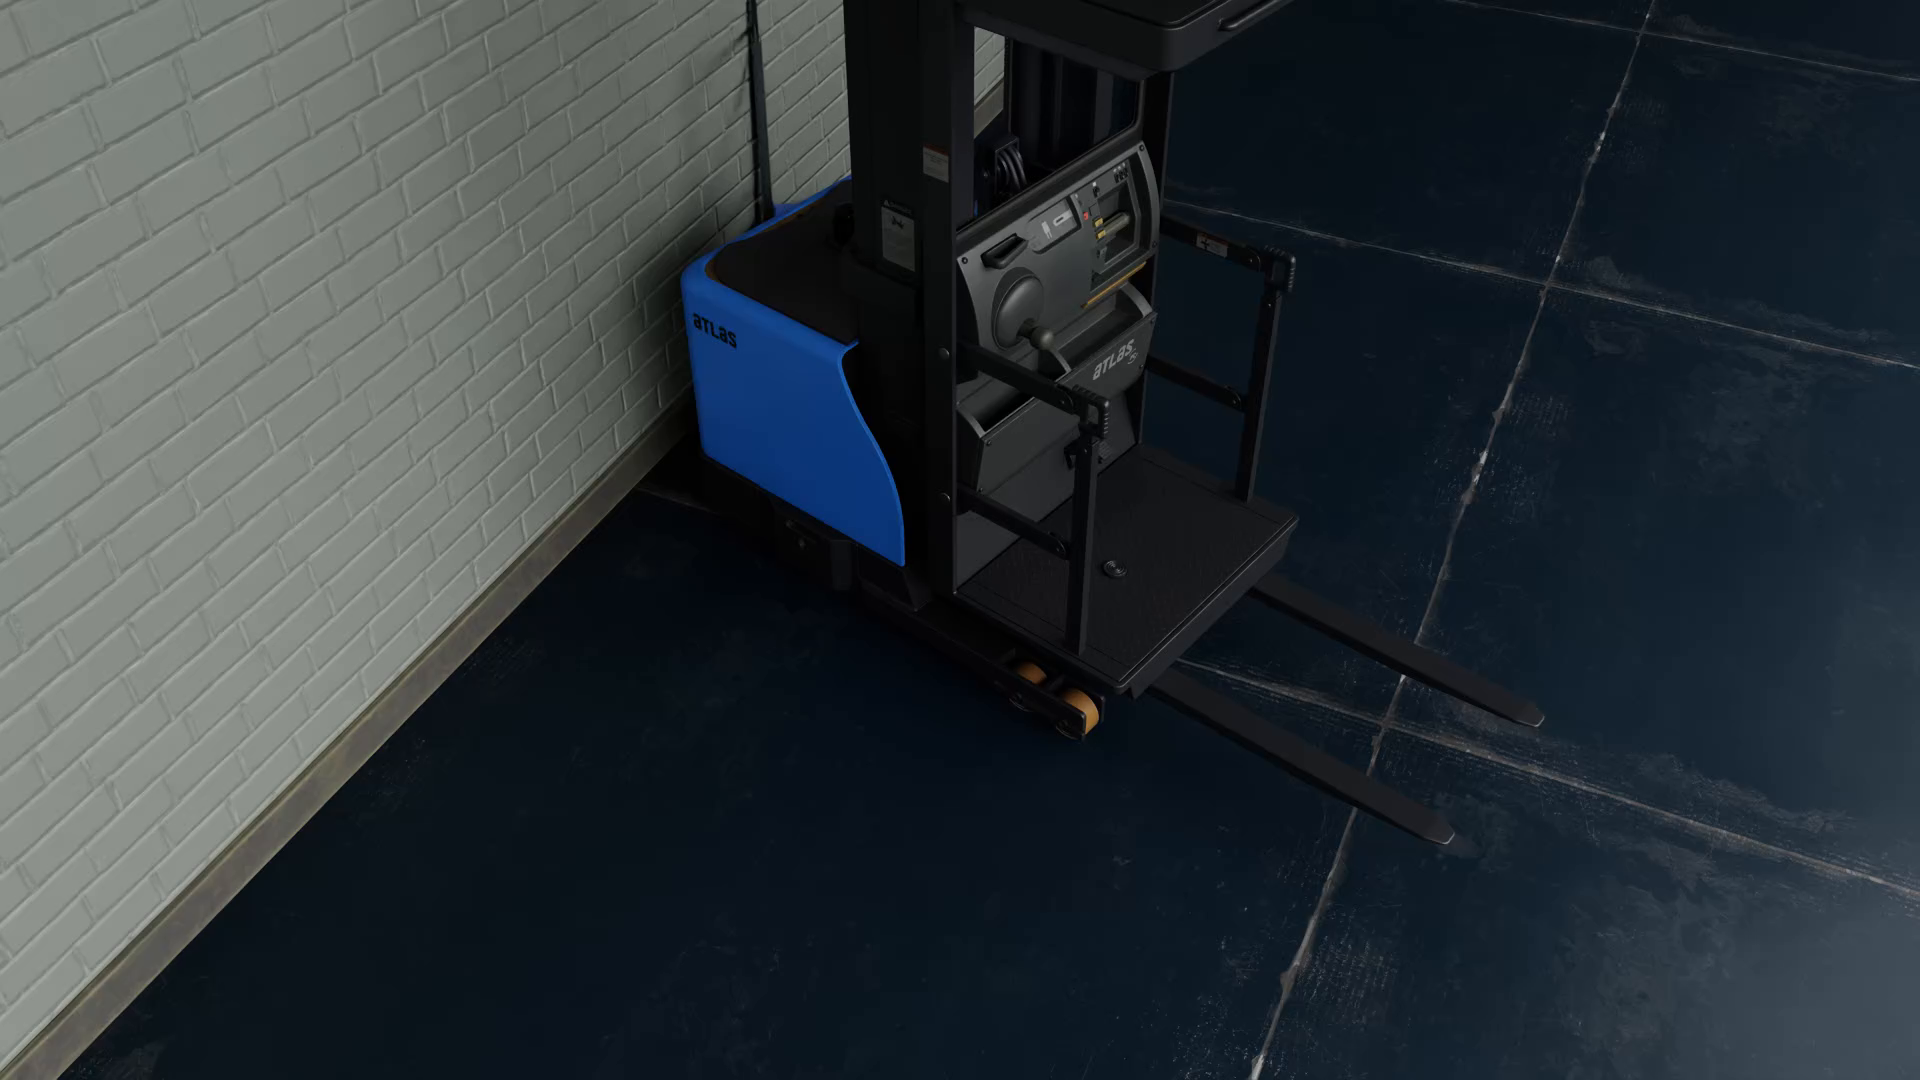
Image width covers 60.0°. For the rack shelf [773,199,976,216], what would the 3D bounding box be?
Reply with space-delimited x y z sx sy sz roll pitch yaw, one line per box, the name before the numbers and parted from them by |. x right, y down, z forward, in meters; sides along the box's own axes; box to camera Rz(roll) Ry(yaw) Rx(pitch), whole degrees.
rack shelf | -0.257 -1.207 6.734 1.000 0.185 0.538 -5 36 -6

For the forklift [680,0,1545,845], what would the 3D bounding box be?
forklift | 0.478 -0.847 4.989 3.031 2.935 1.130 29 48 29

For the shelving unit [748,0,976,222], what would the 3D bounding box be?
shelving unit | -0.256 -1.353 6.629 1.048 1.500 0.538 -5 36 -6

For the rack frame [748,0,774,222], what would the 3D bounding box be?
rack frame | -0.760 -1.313 6.572 0.032 1.500 0.500 -5 36 -6
